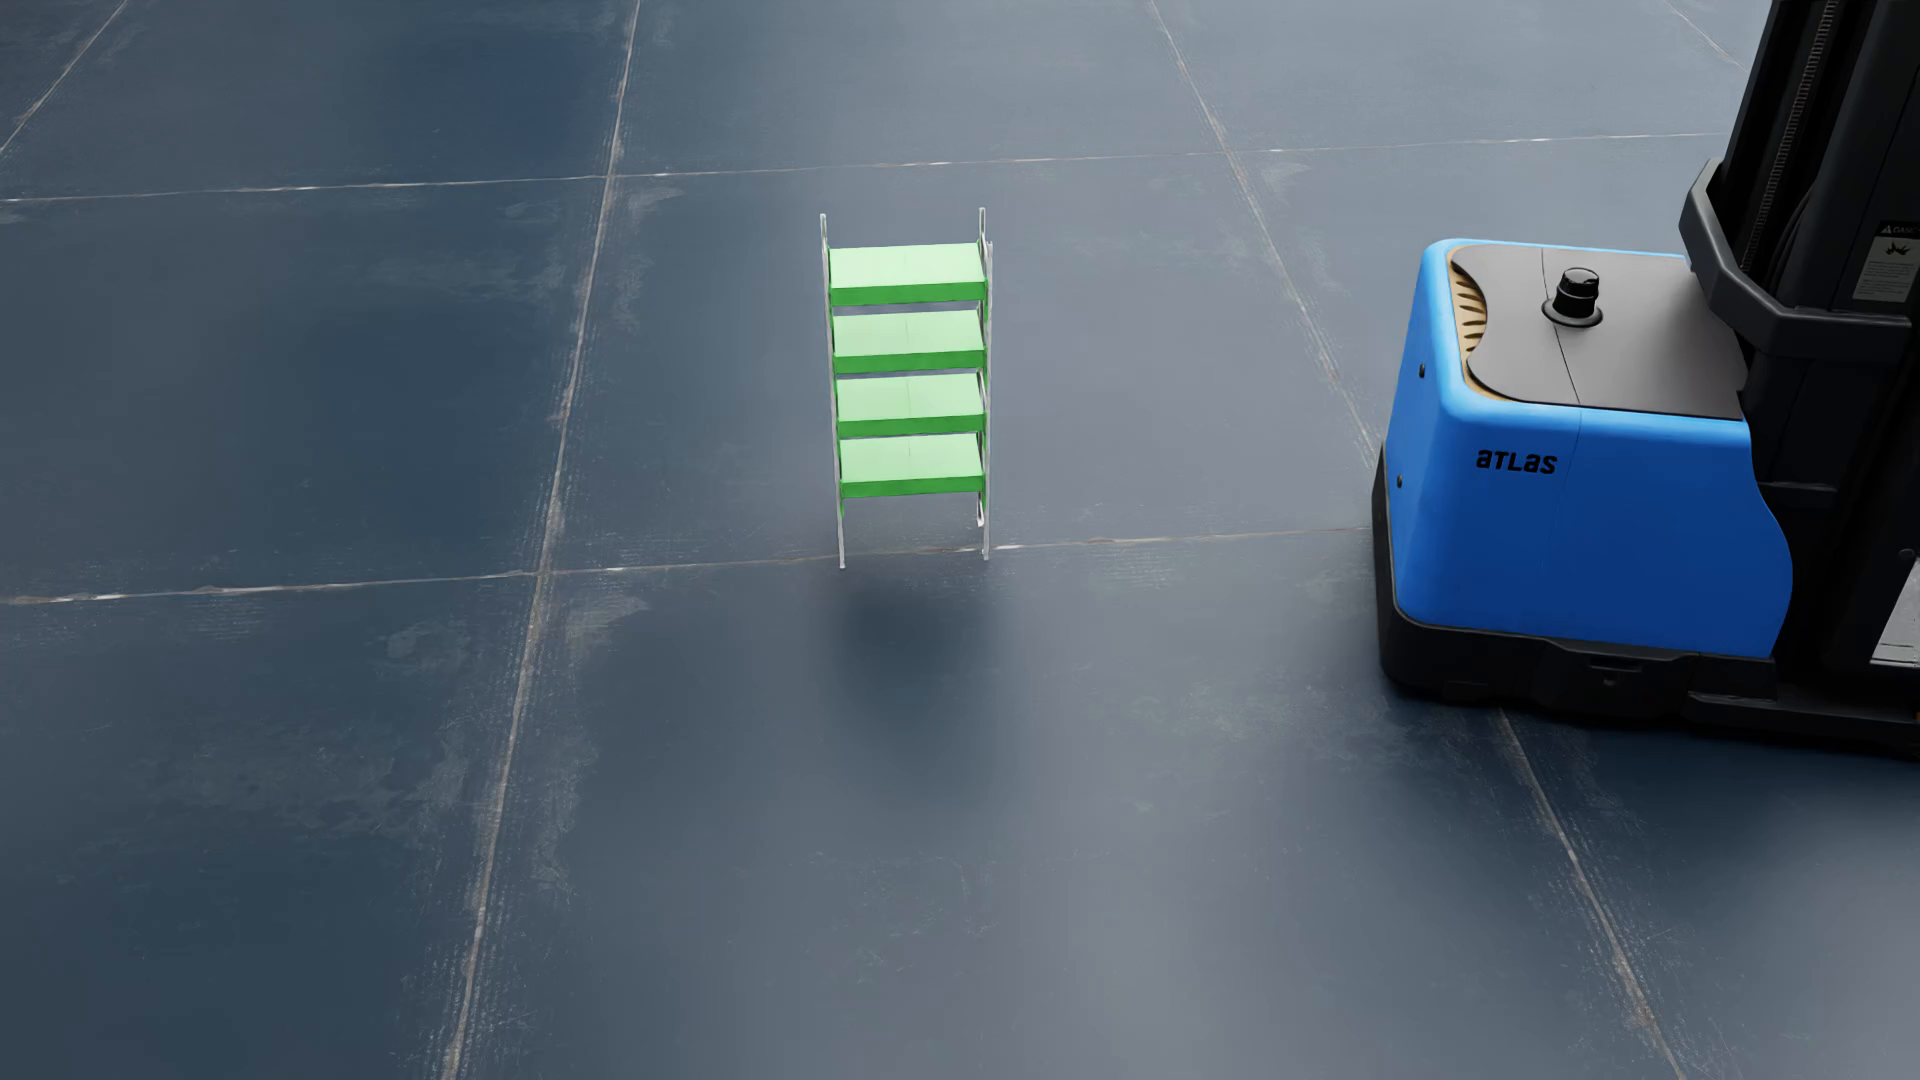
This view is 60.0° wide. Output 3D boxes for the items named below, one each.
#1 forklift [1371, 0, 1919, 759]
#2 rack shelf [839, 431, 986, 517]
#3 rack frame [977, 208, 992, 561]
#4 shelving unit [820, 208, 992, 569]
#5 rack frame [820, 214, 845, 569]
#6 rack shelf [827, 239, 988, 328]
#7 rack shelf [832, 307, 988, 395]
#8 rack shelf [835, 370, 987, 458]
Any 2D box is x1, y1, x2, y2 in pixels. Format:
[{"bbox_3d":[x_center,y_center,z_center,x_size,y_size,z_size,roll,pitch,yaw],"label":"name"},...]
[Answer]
[{"bbox_3d":[2.868,-0.830,4.436,3.031,2.935,1.130,6,39,7],"label":"forklift"},{"bbox_3d":[-0.165,-0.223,5.555,0.480,0.148,0.258,-3,38,-4],"label":"rack shelf"},{"bbox_3d":[0.078,-0.475,5.384,0.015,1.200,0.240,-3,38,-4],"label":"rack frame"},{"bbox_3d":[-0.165,-0.462,5.367,0.503,1.200,0.258,-3,38,-4],"label":"shelving unit"},{"bbox_3d":[-0.408,-0.449,5.350,0.015,1.200,0.240,-3,38,-4],"label":"rack frame"},{"bbox_3d":[-0.165,-0.789,5.109,0.480,0.148,0.258,-3,38,-4],"label":"rack shelf"},{"bbox_3d":[-0.165,-0.600,5.258,0.480,0.148,0.258,-3,38,-4],"label":"rack shelf"},{"bbox_3d":[-0.165,-0.412,5.406,0.480,0.148,0.258,-3,38,-4],"label":"rack shelf"}]
